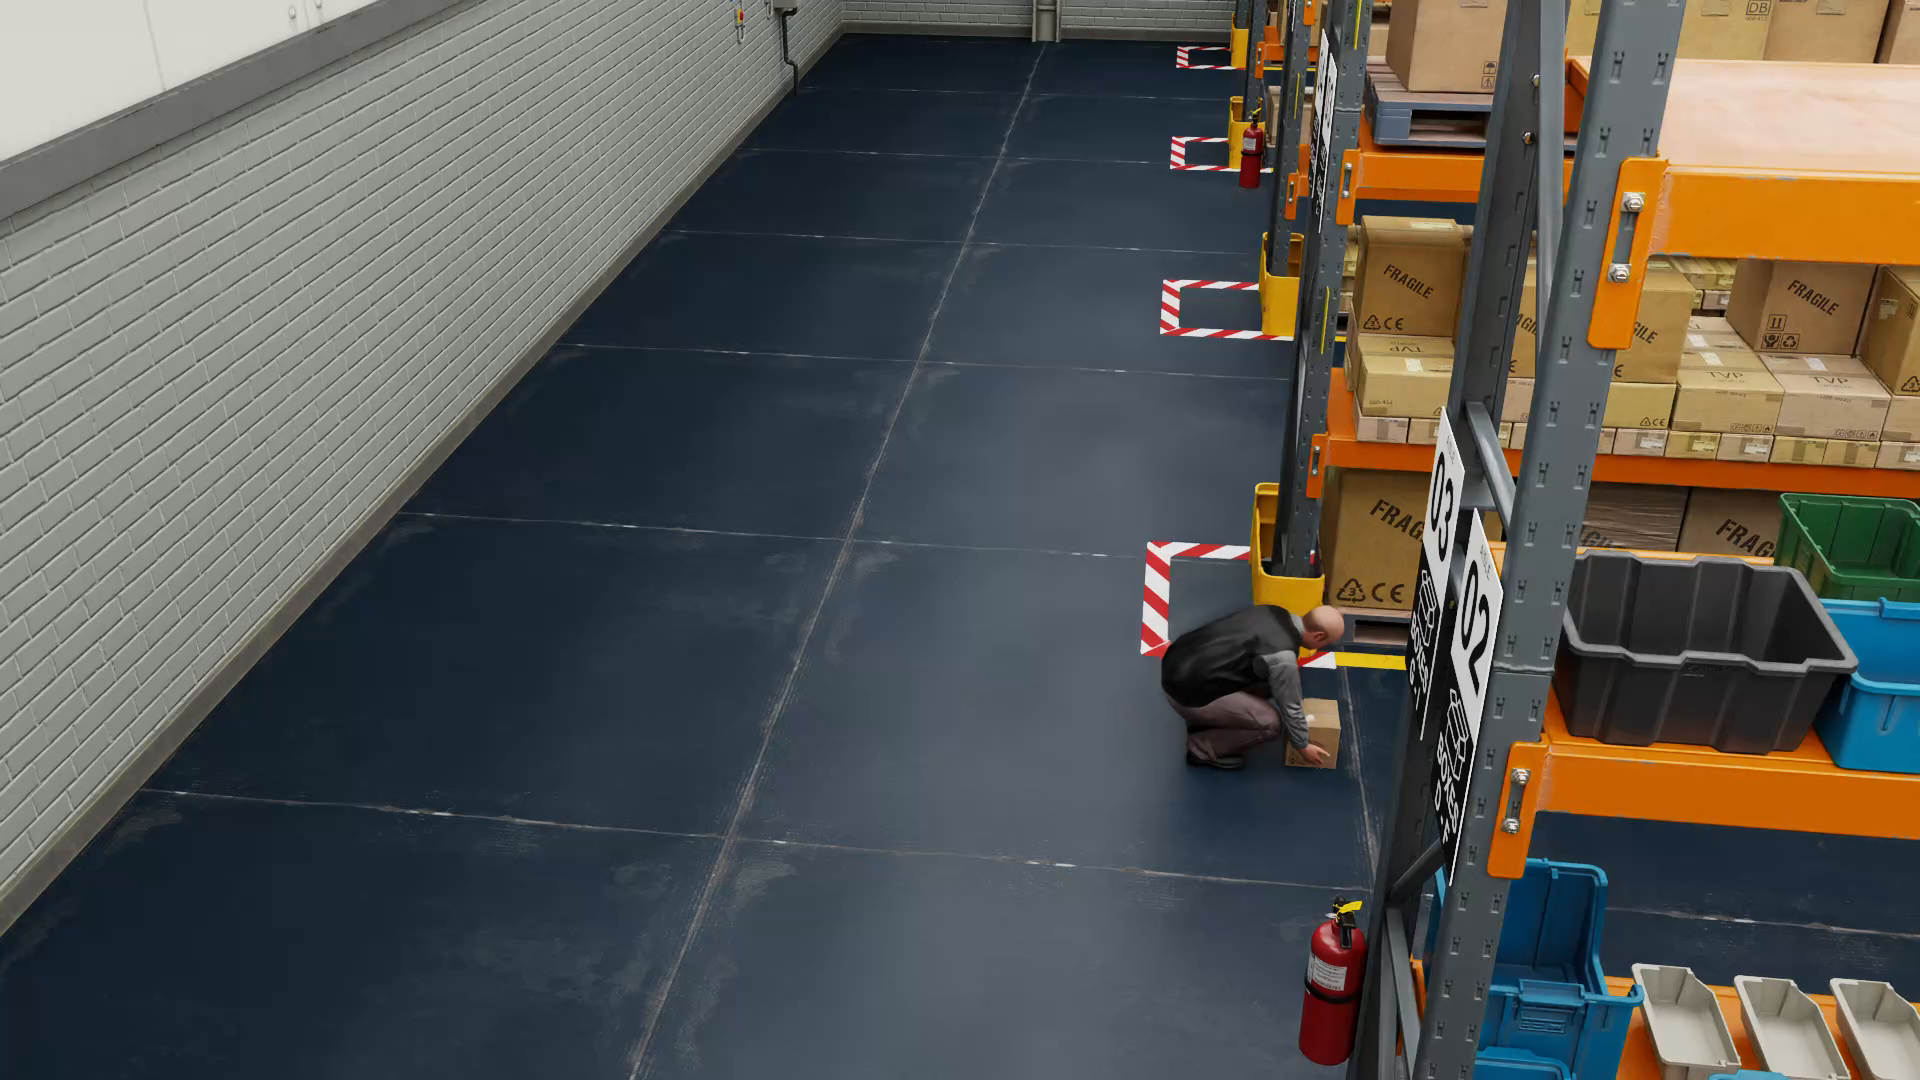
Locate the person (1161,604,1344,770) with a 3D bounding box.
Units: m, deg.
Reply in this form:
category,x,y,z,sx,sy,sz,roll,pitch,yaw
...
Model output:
category,x,y,z,sx,sy,sz,roll,pitch,yaw
person,1.442,0.704,8.295,0.877,0.832,0.530,3,28,6
